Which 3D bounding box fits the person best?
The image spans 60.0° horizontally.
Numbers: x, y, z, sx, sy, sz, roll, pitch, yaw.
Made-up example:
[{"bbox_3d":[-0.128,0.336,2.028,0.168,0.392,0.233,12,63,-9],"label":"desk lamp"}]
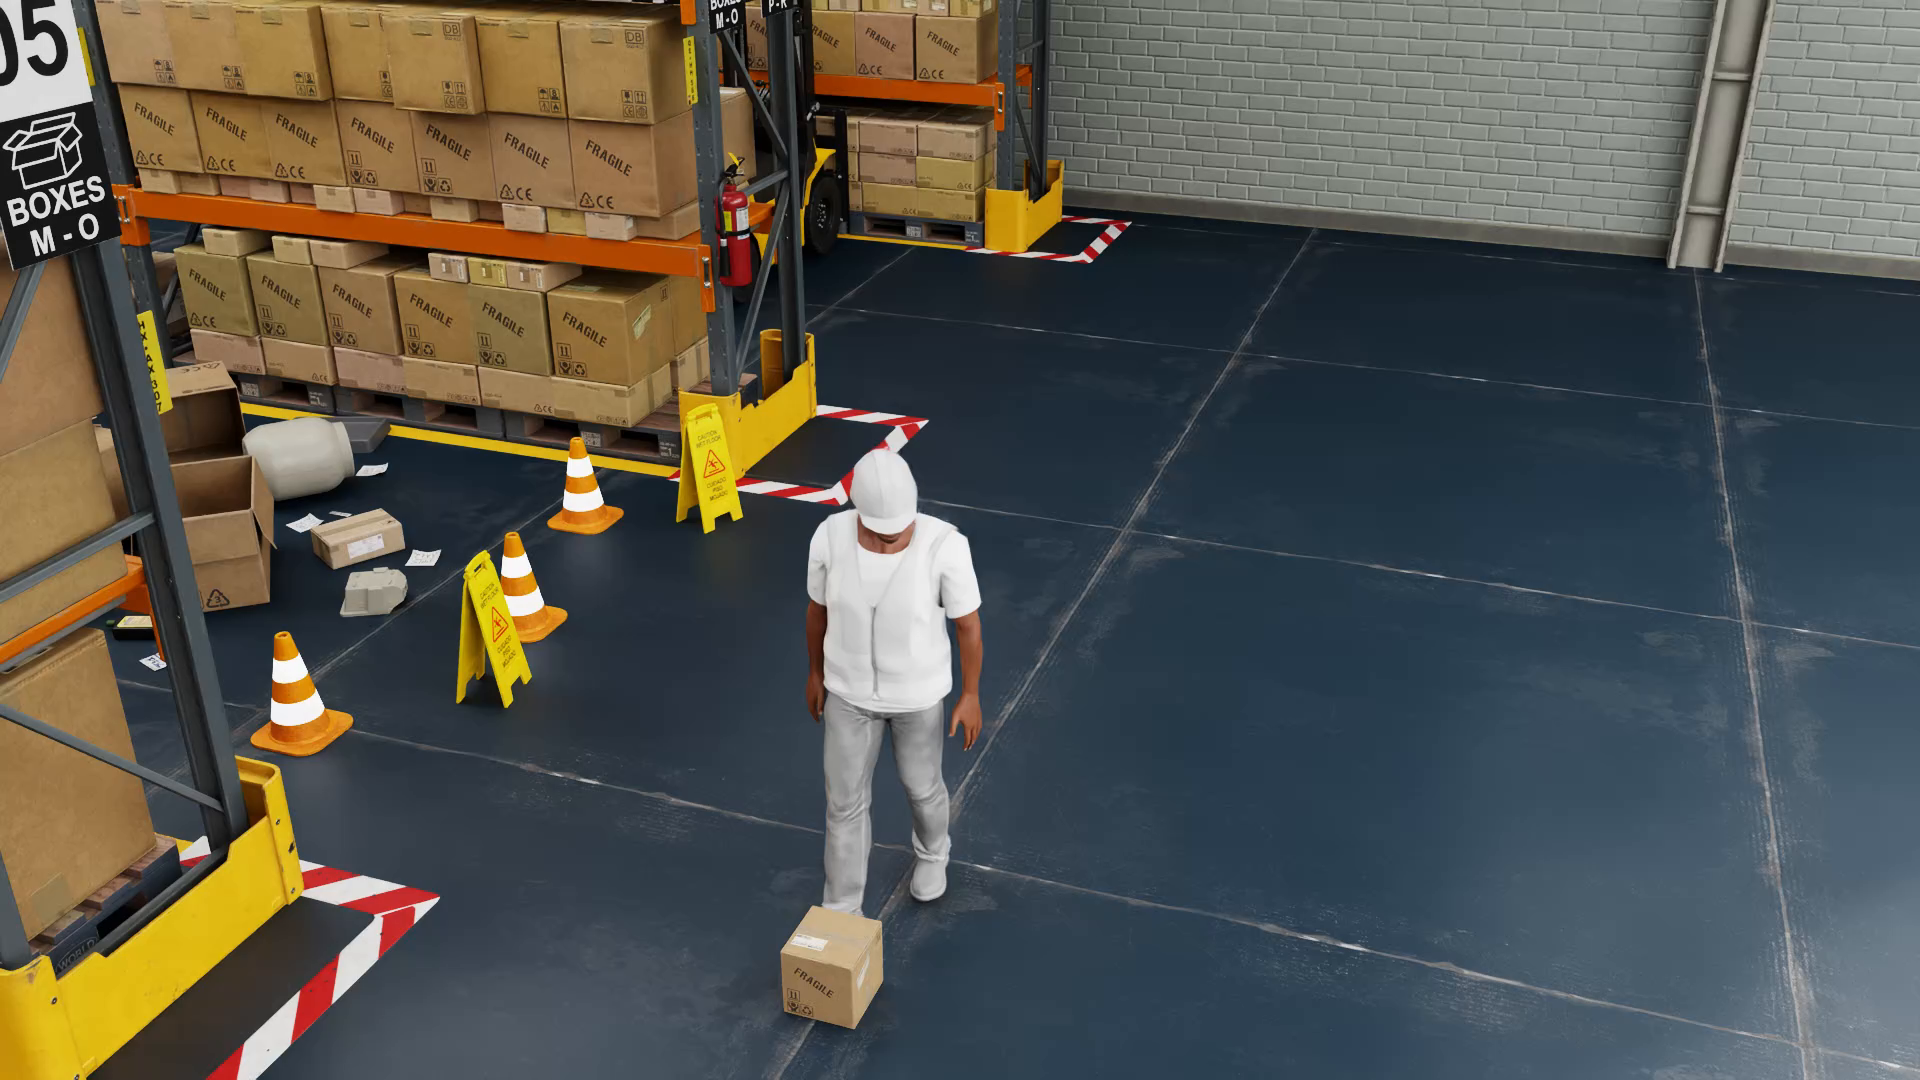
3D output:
[{"bbox_3d":[-0.252,0.535,5.450,0.628,1.742,0.766,5,26,11],"label":"person"}]
